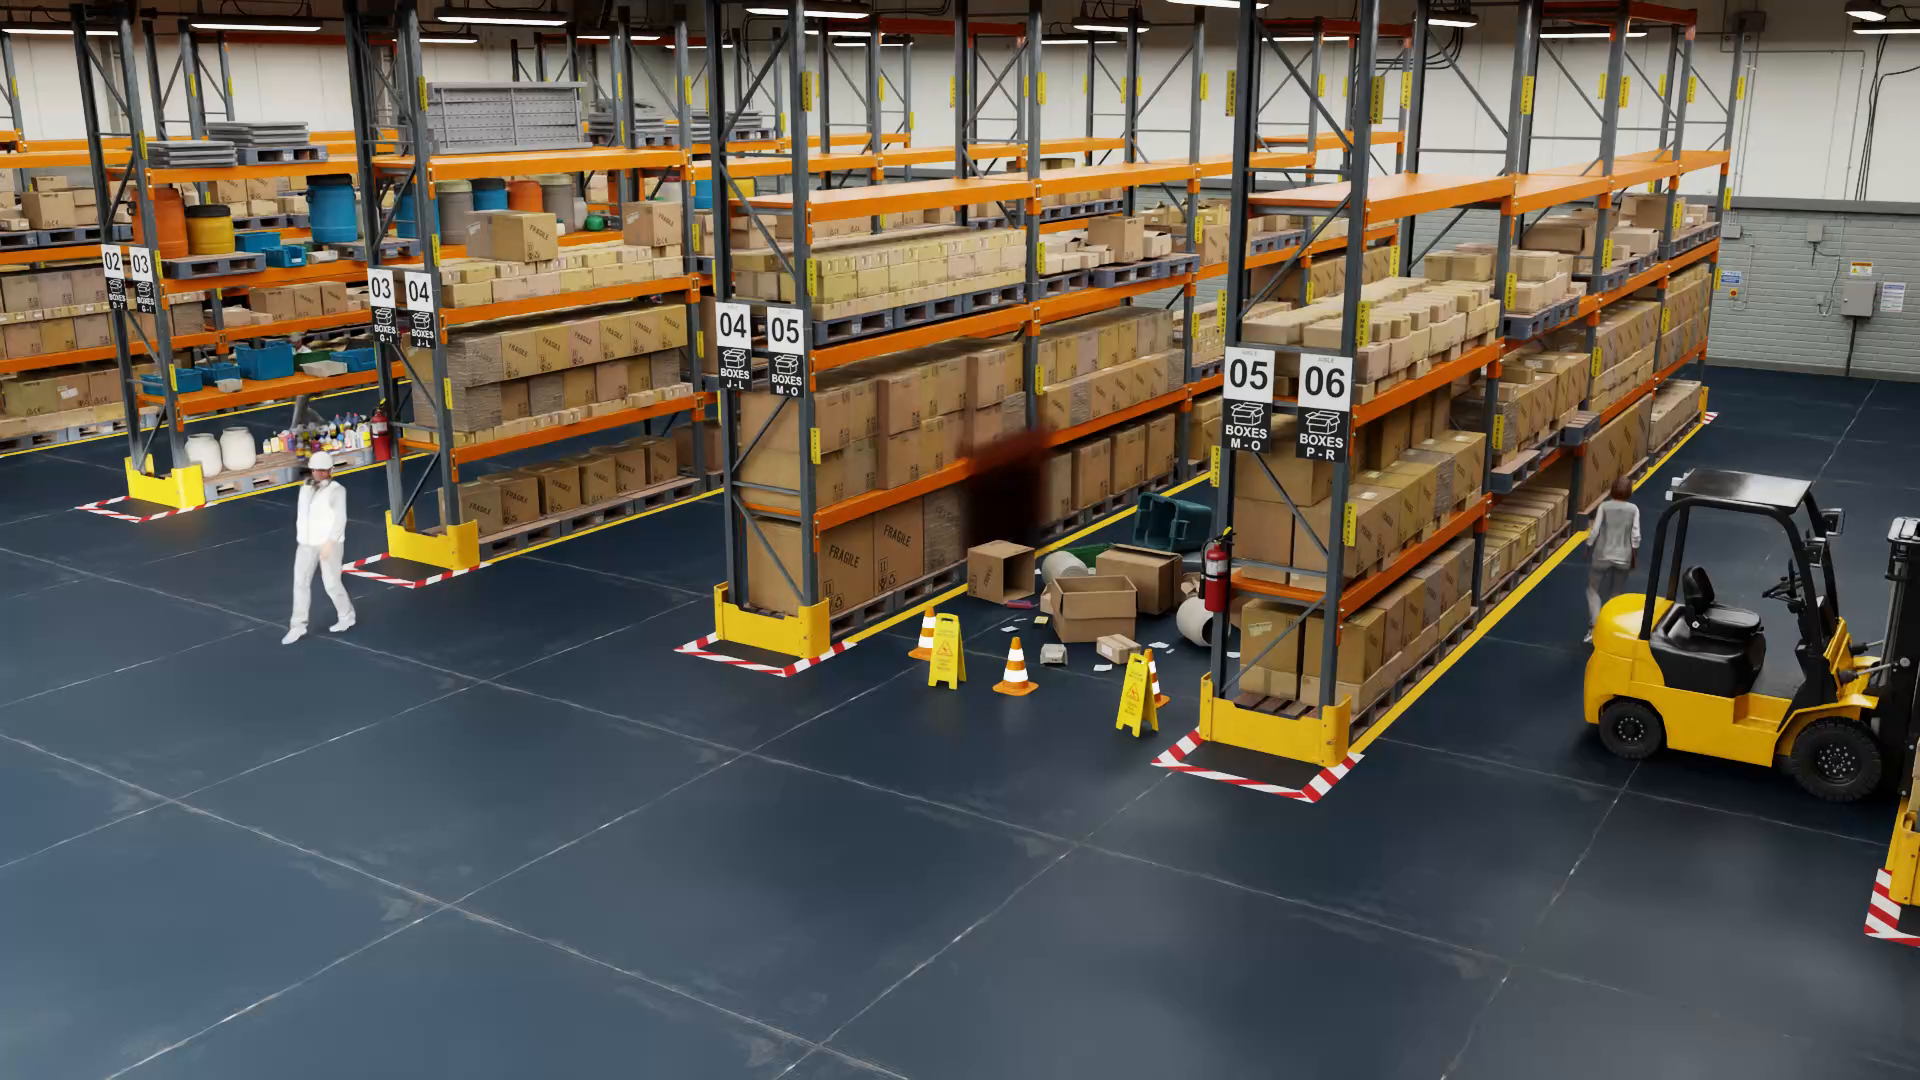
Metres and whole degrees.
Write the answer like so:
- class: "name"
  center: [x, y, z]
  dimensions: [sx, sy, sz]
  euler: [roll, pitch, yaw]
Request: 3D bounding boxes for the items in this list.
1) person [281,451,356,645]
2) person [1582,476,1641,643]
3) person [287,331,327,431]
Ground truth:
- class: "person"
  center: [-6.137, 0.072, 15.750]
  dimensions: [0.570, 1.775, 0.750]
  euler: [5, 16, 17]
- class: "person"
  center: [6.100, 0.212, 15.542]
  dimensions: [0.482, 1.578, 0.535]
  euler: [3, 16, 10]
- class: "person"
  center: [-9.684, -2.278, 24.394]
  dimensions: [0.439, 1.582, 1.068]
  euler: [5, 16, 19]
